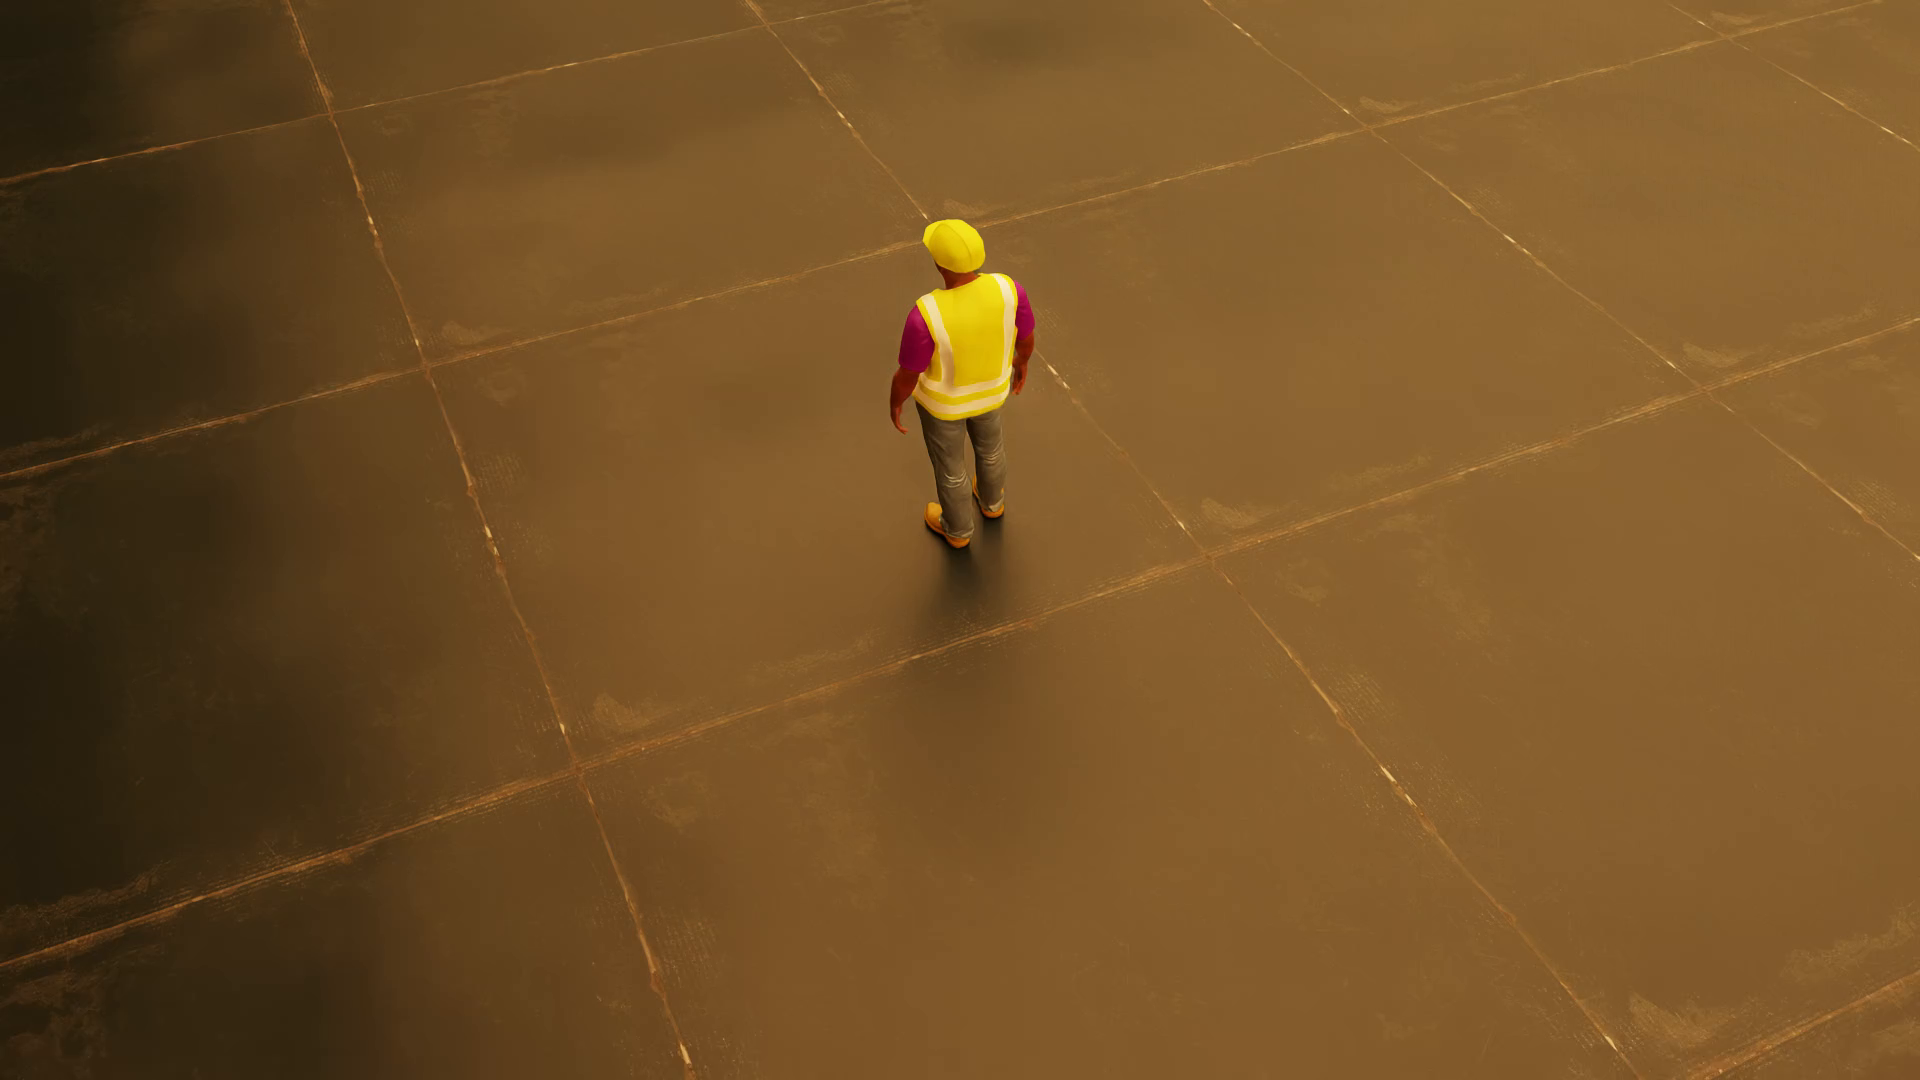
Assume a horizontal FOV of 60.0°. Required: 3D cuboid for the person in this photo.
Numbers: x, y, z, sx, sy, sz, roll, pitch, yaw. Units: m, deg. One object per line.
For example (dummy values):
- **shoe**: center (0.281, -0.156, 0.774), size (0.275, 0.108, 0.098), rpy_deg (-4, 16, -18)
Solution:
- **person**: center (-0.024, -0.696, 7.269), size (0.665, 1.768, 0.575), rpy_deg (-18, 46, -18)
